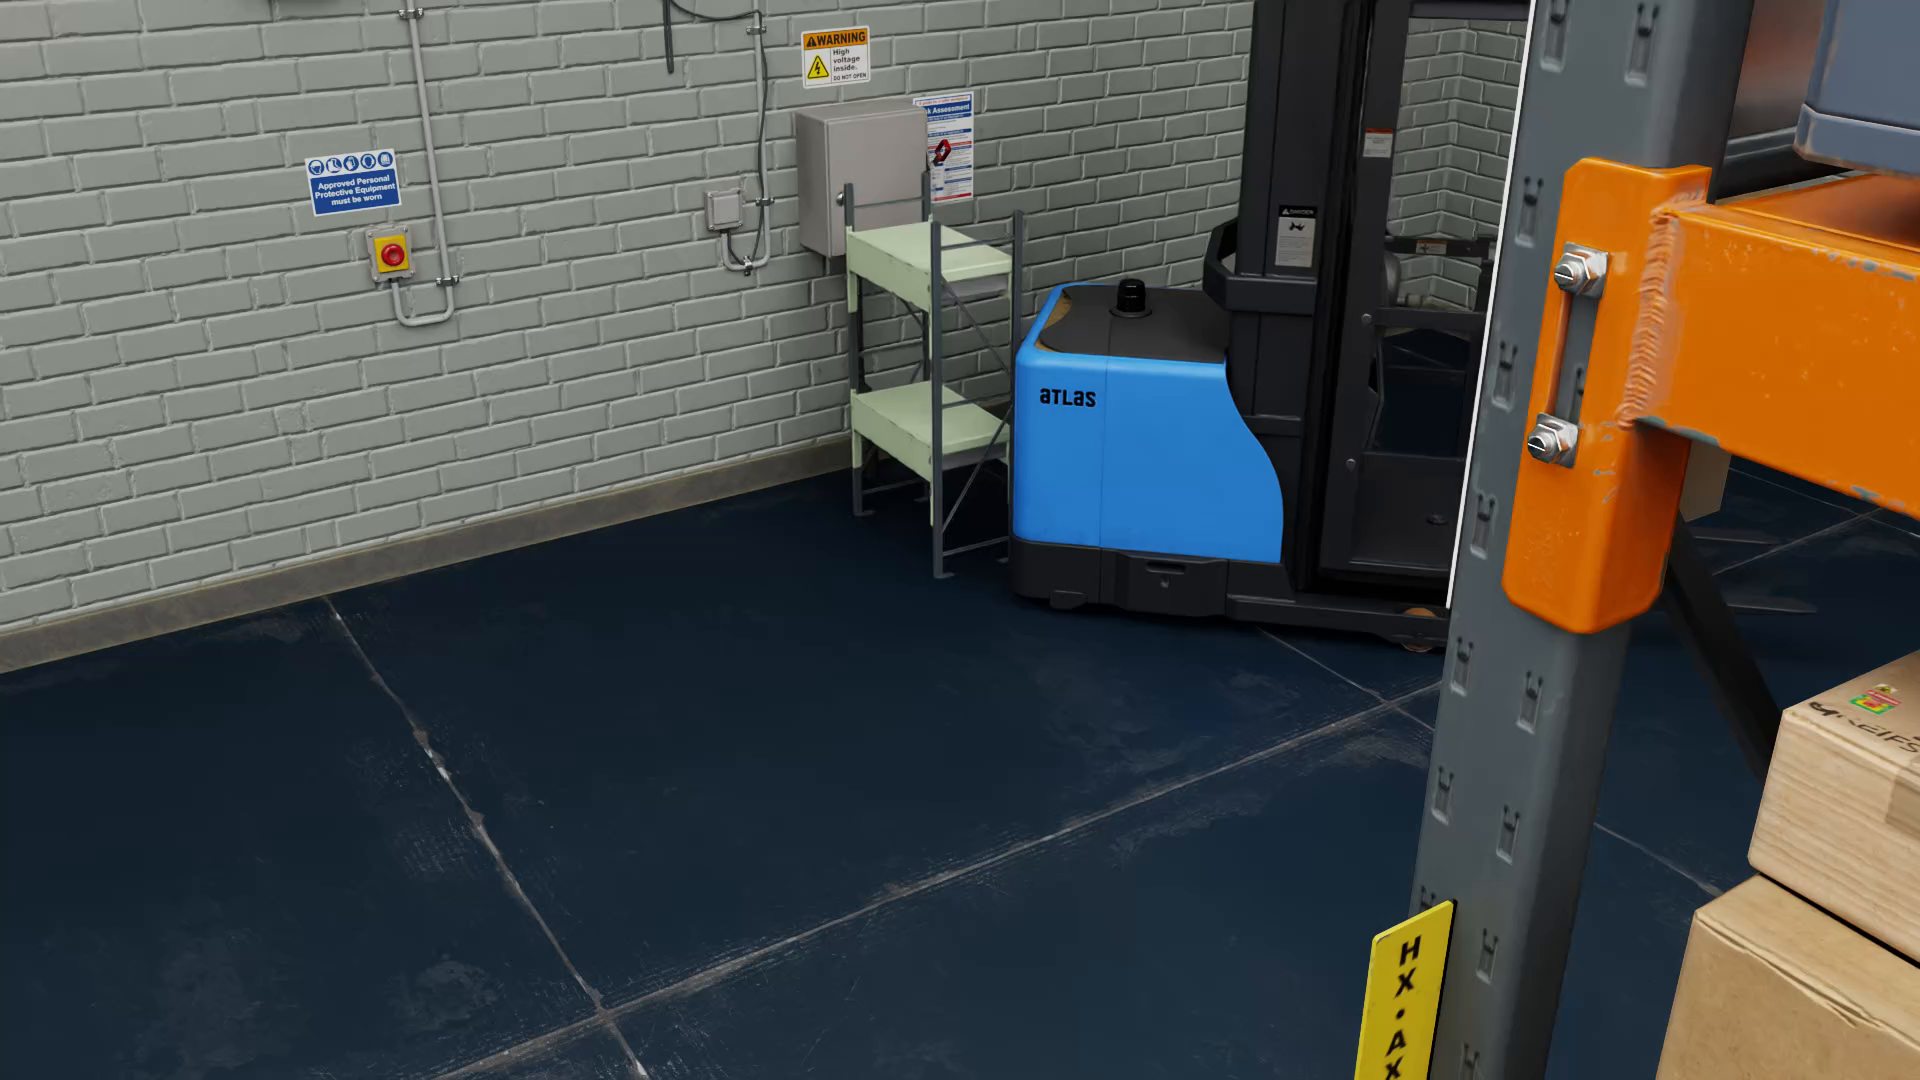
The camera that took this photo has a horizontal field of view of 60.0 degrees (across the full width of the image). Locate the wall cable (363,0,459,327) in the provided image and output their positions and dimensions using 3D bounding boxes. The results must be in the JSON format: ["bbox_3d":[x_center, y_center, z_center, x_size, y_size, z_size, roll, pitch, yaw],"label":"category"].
[{"bbox_3d":[-2.215,-1.692,6.094,0.585,1.953,0.123,-16,29,-30],"label":"wall cable"}]

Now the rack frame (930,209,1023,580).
[{"bbox_3d":[0.066,-0.560,6.678,0.400,1.500,0.023,-14,29,-27],"label":"rack frame"}]

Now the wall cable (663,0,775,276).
[{"bbox_3d":[-1.033,-2.013,6.810,0.588,1.984,0.122,-16,29,-30],"label":"wall cable"}]

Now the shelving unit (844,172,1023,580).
[{"bbox_3d":[-0.117,-0.695,6.965,0.431,1.500,0.755,-14,29,-27],"label":"shelving unit"}]

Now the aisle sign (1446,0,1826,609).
[{"bbox_3d":[0.600,-0.341,1.413,0.394,0.787,0.004,-16,29,-30],"label":"aisle sign"}]

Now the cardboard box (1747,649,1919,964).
[{"bbox_3d":[0.844,0.194,1.278,0.380,0.149,0.250,-15,29,-29],"label":"cardboard box"}]

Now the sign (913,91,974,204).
[{"bbox_3d":[-0.075,-1.802,7.665,0.329,0.494,0.001,-16,29,-30],"label":"sign"}]

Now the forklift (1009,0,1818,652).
[{"bbox_3d":[1.766,-1.129,6.208,3.031,2.935,1.130,5,26,11],"label":"forklift"}]

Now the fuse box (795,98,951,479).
[{"bbox_3d":[-0.376,-1.073,7.519,0.539,1.711,0.414,-16,29,-30],"label":"fuse box"}]

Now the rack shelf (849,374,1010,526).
[{"bbox_3d":[-0.117,-0.400,7.104,0.431,0.370,0.720,-14,29,-27],"label":"rack shelf"}]

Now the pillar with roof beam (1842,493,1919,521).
[{"bbox_3d":[0.715,-3.249,3.592,9.100,9.000,0.400,-16,29,-30],"label":"pillar with roof beam"}]

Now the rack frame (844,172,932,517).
[{"bbox_3d":[-0.301,-0.830,7.251,0.400,1.500,0.023,-14,29,-27],"label":"rack frame"}]

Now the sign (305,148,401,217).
[{"bbox_3d":[-2.289,-1.351,6.282,0.327,0.218,0.001,-16,29,-30],"label":"sign"}]

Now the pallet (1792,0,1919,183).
[{"bbox_3d":[1.296,-0.261,0.878,1.003,0.211,1.213,-16,29,-30],"label":"pallet"}]

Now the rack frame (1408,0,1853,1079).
[{"bbox_3d":[0.885,0.792,2.058,0.949,2.616,0.053,-16,29,-30],"label":"rack frame"}]

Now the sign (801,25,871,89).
[{"bbox_3d":[-0.535,-2.091,7.197,0.339,0.242,0.001,-16,29,-30],"label":"sign"}]

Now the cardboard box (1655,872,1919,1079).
[{"bbox_3d":[0.906,0.534,1.318,0.500,0.500,0.500,-16,30,-31],"label":"cardboard box"}]

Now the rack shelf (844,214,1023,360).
[{"bbox_3d":[-0.117,-1.048,6.798,0.431,0.370,0.720,-14,29,-27],"label":"rack shelf"}]

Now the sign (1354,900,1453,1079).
[{"bbox_3d":[0.414,0.493,1.586,0.100,0.325,0.005,-16,29,-30],"label":"sign"}]
